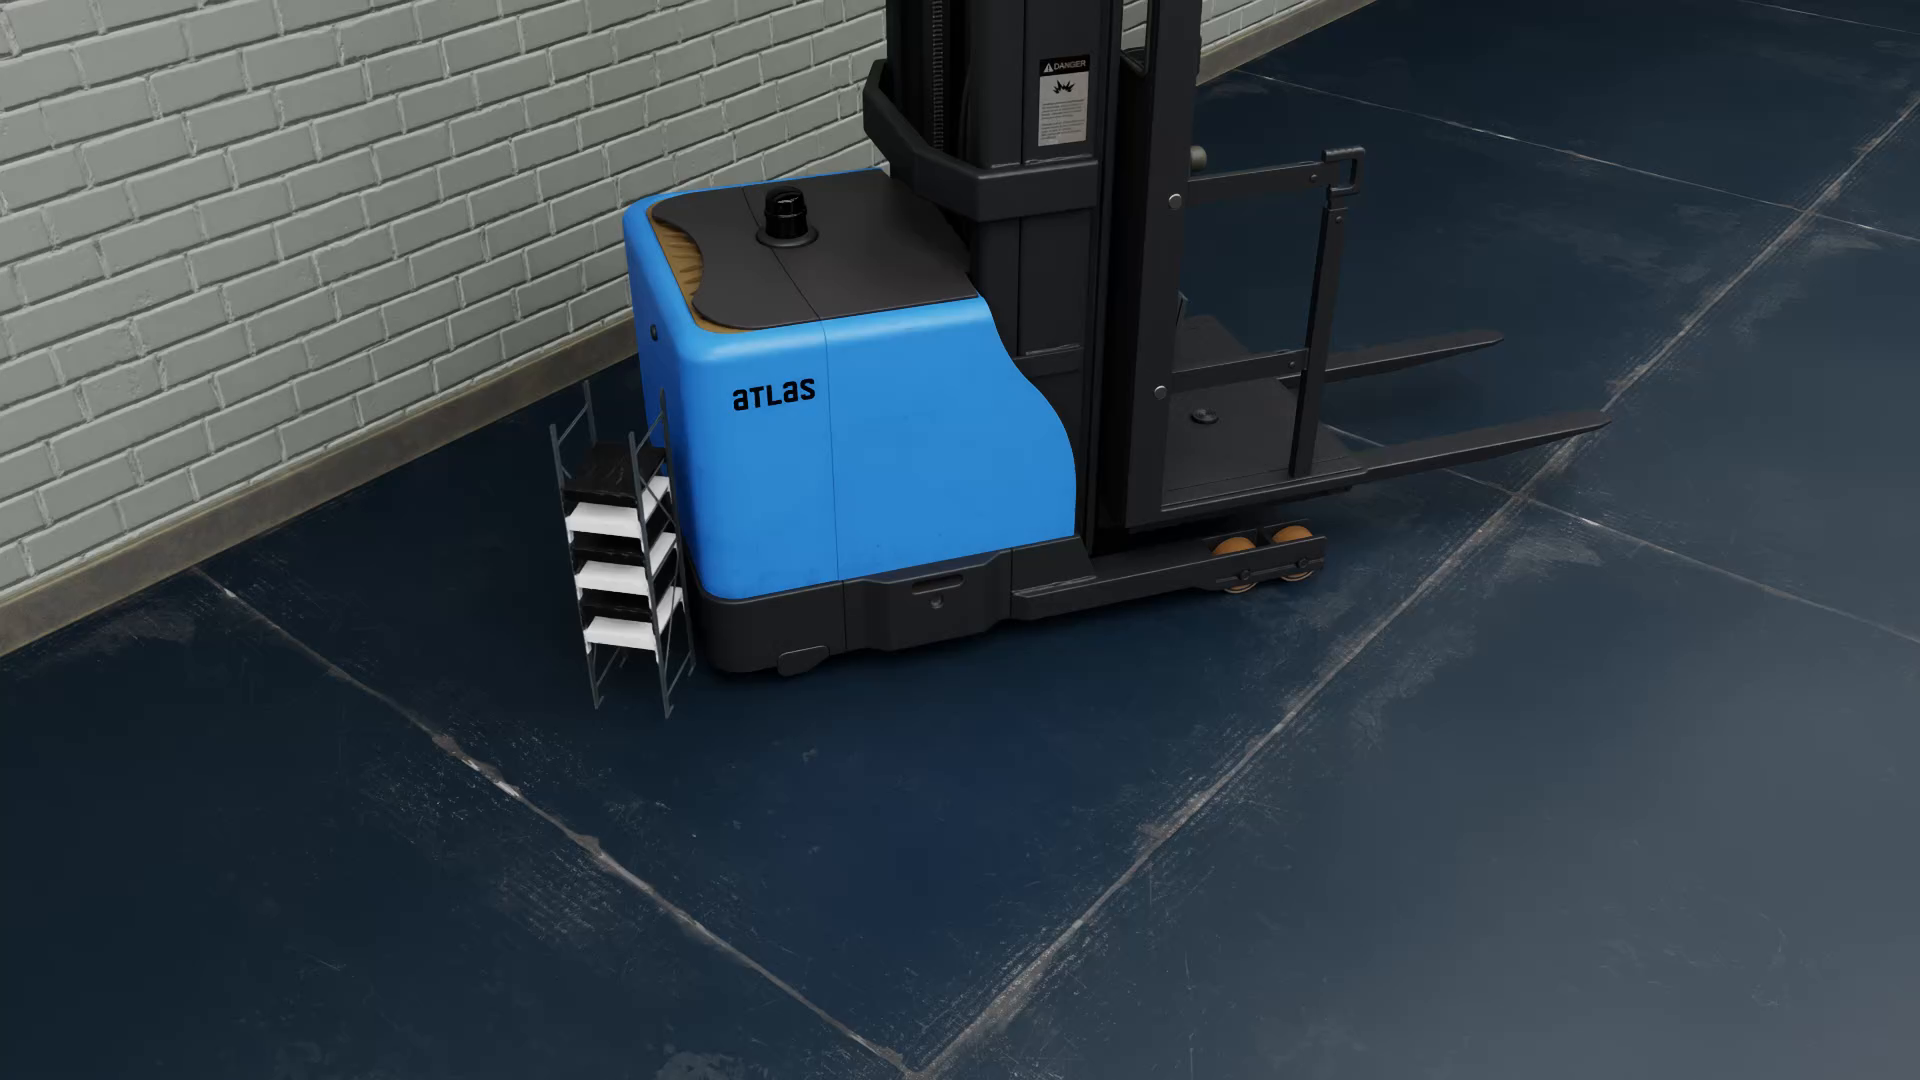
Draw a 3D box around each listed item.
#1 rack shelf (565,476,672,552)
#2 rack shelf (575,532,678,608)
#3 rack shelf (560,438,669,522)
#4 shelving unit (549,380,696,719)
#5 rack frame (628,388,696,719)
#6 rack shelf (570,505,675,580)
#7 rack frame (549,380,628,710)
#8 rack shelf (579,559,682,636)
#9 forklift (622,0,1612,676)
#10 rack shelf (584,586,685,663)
[{"bbox_3d":[-0.878,-0.081,4.315,0.200,0.077,0.258,6,35,9],"label":"rack shelf"},{"bbox_3d":[-0.878,0.067,4.417,0.200,0.077,0.258,6,35,9],"label":"rack shelf"},{"bbox_3d":[-0.878,-0.156,4.264,0.200,0.077,0.258,6,35,9],"label":"rack shelf"},{"bbox_3d":[-0.878,0.039,4.398,0.210,0.900,0.258,6,35,9],"label":"shelving unit"},{"bbox_3d":[-0.778,0.051,4.381,0.006,0.900,0.240,6,35,9],"label":"rack frame"},{"bbox_3d":[-0.878,-0.007,4.366,0.200,0.077,0.258,6,35,9],"label":"rack shelf"},{"bbox_3d":[-0.977,0.028,4.414,0.006,0.900,0.240,6,35,9],"label":"rack frame"},{"bbox_3d":[-0.878,0.141,4.467,0.200,0.077,0.258,6,35,9],"label":"rack shelf"},{"bbox_3d":[0.590,-1.321,4.584,3.031,2.935,1.130,-11,36,-15],"label":"forklift"},{"bbox_3d":[-0.878,0.215,4.518,0.200,0.077,0.258,6,35,9],"label":"rack shelf"}]
